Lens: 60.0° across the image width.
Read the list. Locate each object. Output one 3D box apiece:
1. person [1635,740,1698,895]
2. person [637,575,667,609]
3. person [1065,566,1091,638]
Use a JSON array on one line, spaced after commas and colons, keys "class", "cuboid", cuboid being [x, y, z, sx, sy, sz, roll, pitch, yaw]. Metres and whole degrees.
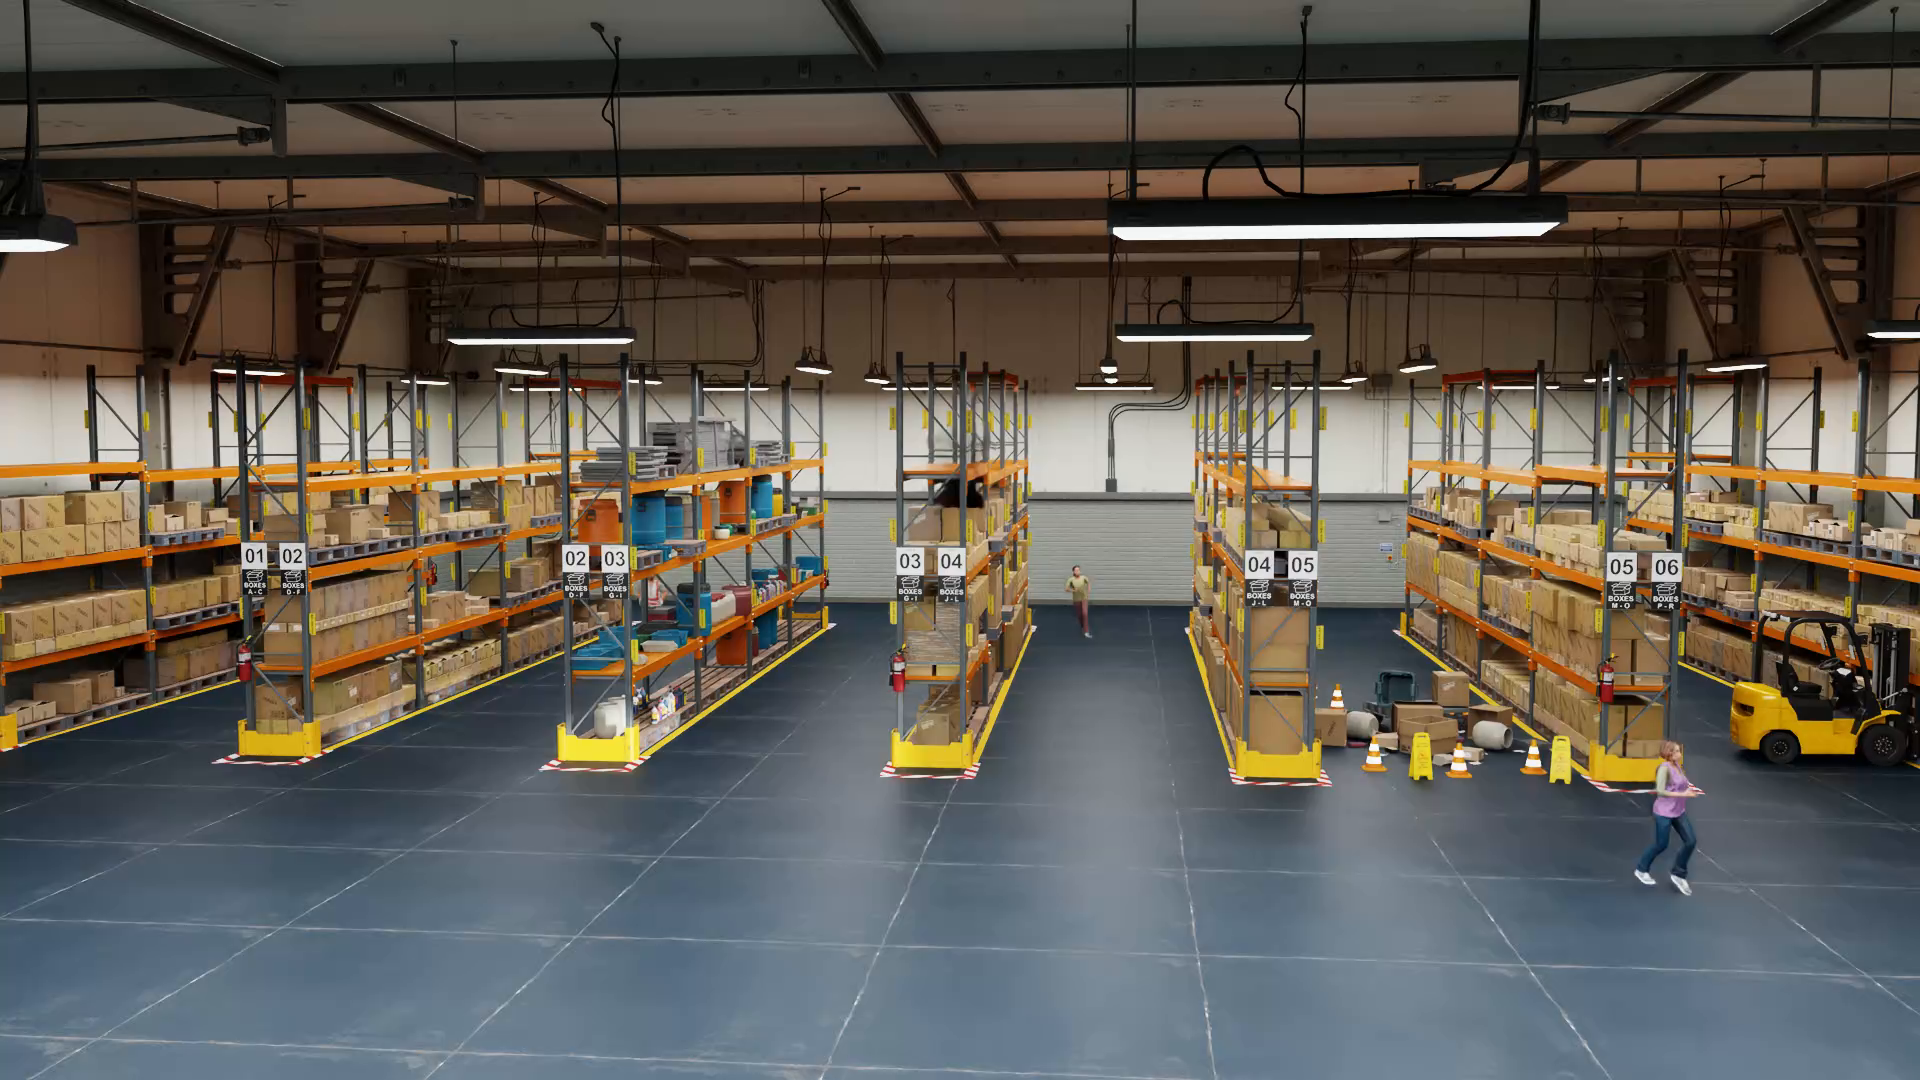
[{"class": "person", "cuboid": [7.538, 2.944, 17.700, 0.585, 1.640, 0.671, -3, 5, -39]}, {"class": "person", "cuboid": [-6.885, 1.494, 37.085, 0.649, 1.739, 0.604, 0, 4, -5]}, {"class": "person", "cuboid": [2.771, 1.423, 38.974, 0.606, 1.652, 0.911, 0, 4, 0]}]
